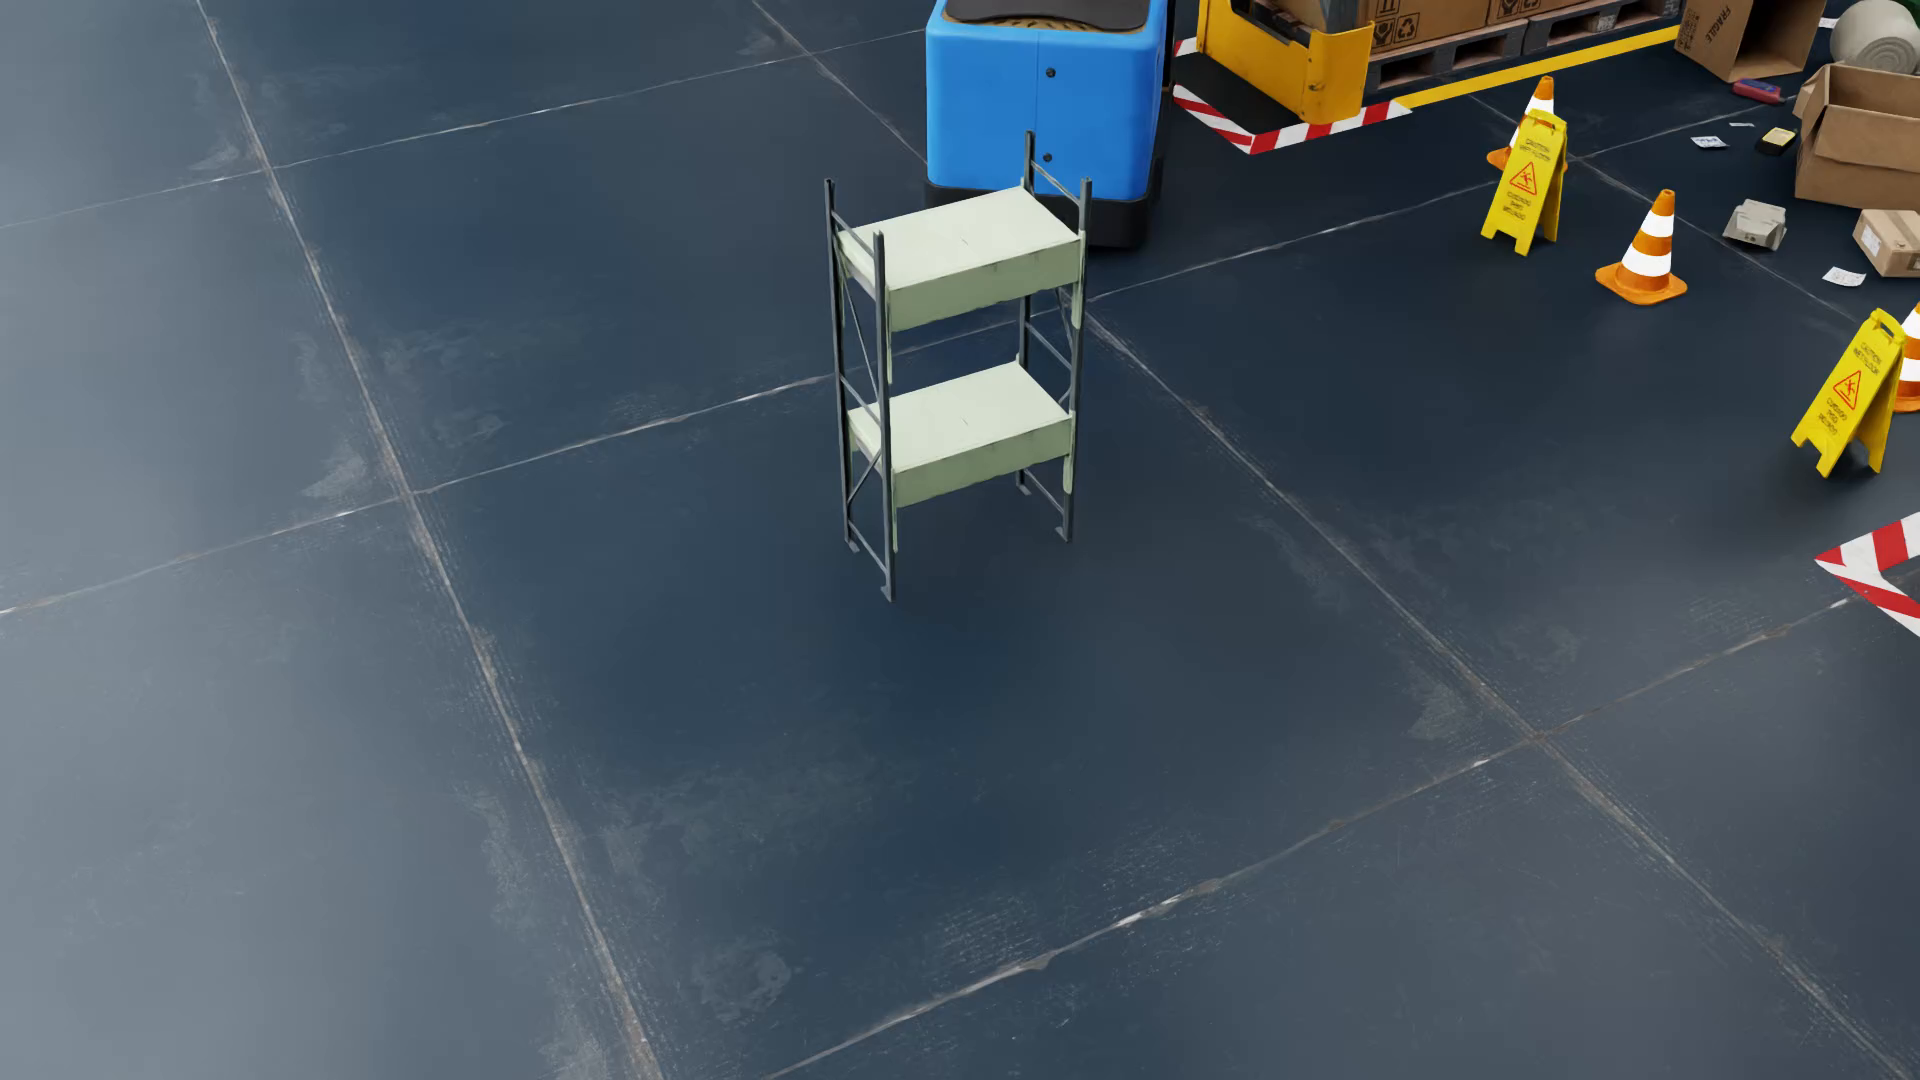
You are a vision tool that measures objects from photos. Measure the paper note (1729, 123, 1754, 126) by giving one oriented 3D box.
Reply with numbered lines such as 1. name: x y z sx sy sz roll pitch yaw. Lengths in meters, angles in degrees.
1. paper note: 4.163 -2.212 8.855 0.123 0.001 0.032 2 40 2

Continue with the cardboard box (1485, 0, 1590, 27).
1. cardboard box: 3.132 -3.585 9.483 0.875 0.875 0.875 -19 44 -21

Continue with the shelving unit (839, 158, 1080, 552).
1. shelving unit: -0.001 -0.572 5.765 0.731 1.308 0.431 -19 44 -21

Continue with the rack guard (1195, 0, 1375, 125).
1. rack guard: 1.761 -2.771 9.136 0.348 0.500 1.175 -19 44 -21

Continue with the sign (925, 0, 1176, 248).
1. sign: 0.486 -3.025 7.636 2.025 2.768 2.177 -19 44 -21

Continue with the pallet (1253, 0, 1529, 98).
1. pallet: 2.455 -2.951 9.573 1.213 0.211 1.003 -19 44 -21

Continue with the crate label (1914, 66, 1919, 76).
1. crate label: 5.477 -2.715 9.352 0.298 0.136 0.250 15 42 17

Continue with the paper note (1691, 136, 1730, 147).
1. paper note: 3.920 -2.081 8.686 0.142 0.017 0.144 -5 40 -6

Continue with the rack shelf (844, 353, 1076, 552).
1. rack shelf: -0.006 -0.322 5.974 0.720 0.370 0.431 -19 44 -21

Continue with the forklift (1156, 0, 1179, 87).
1. forklift: 0.583 -3.434 8.038 1.121 2.935 3.031 6 41 7

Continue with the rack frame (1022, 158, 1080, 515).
1. rack frame: 0.319 -0.679 5.891 0.010 1.308 0.380 -19 44 -21

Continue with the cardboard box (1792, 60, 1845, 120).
1. cardboard box: 4.656 -2.314 8.778 0.258 0.266 0.396 -12 42 -13

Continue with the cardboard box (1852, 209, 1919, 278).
1. cardboard box: 4.387 -1.386 7.772 0.250 0.149 0.380 2 40 2

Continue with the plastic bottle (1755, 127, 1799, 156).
1. plastic bottle: 4.269 -2.091 8.673 0.133 0.061 0.283 31 49 31

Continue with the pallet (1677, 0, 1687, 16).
1. pallet: 4.619 -3.679 10.433 1.213 0.211 1.003 -19 44 -21

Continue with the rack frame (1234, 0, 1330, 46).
1. rack frame: 1.780 -3.734 8.339 0.053 2.616 0.949 -19 44 -21

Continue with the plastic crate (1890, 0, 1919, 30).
1. plastic crate: 5.781 -3.072 9.689 0.662 0.188 0.450 2 30 2

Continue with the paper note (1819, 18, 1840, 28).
1. paper note: 5.152 -3.073 9.856 0.147 0.020 0.142 15 42 17

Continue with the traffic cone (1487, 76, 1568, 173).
1. traffic cone: 2.909 -2.108 8.383 0.334 0.463 0.336 -19 44 -21

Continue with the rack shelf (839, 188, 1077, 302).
1. rack shelf: -0.006 -0.943 5.448 0.686 0.124 0.368 -19 44 -21

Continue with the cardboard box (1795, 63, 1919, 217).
1. cardboard box: 4.547 -1.948 8.161 0.797 0.503 0.637 15 42 17
